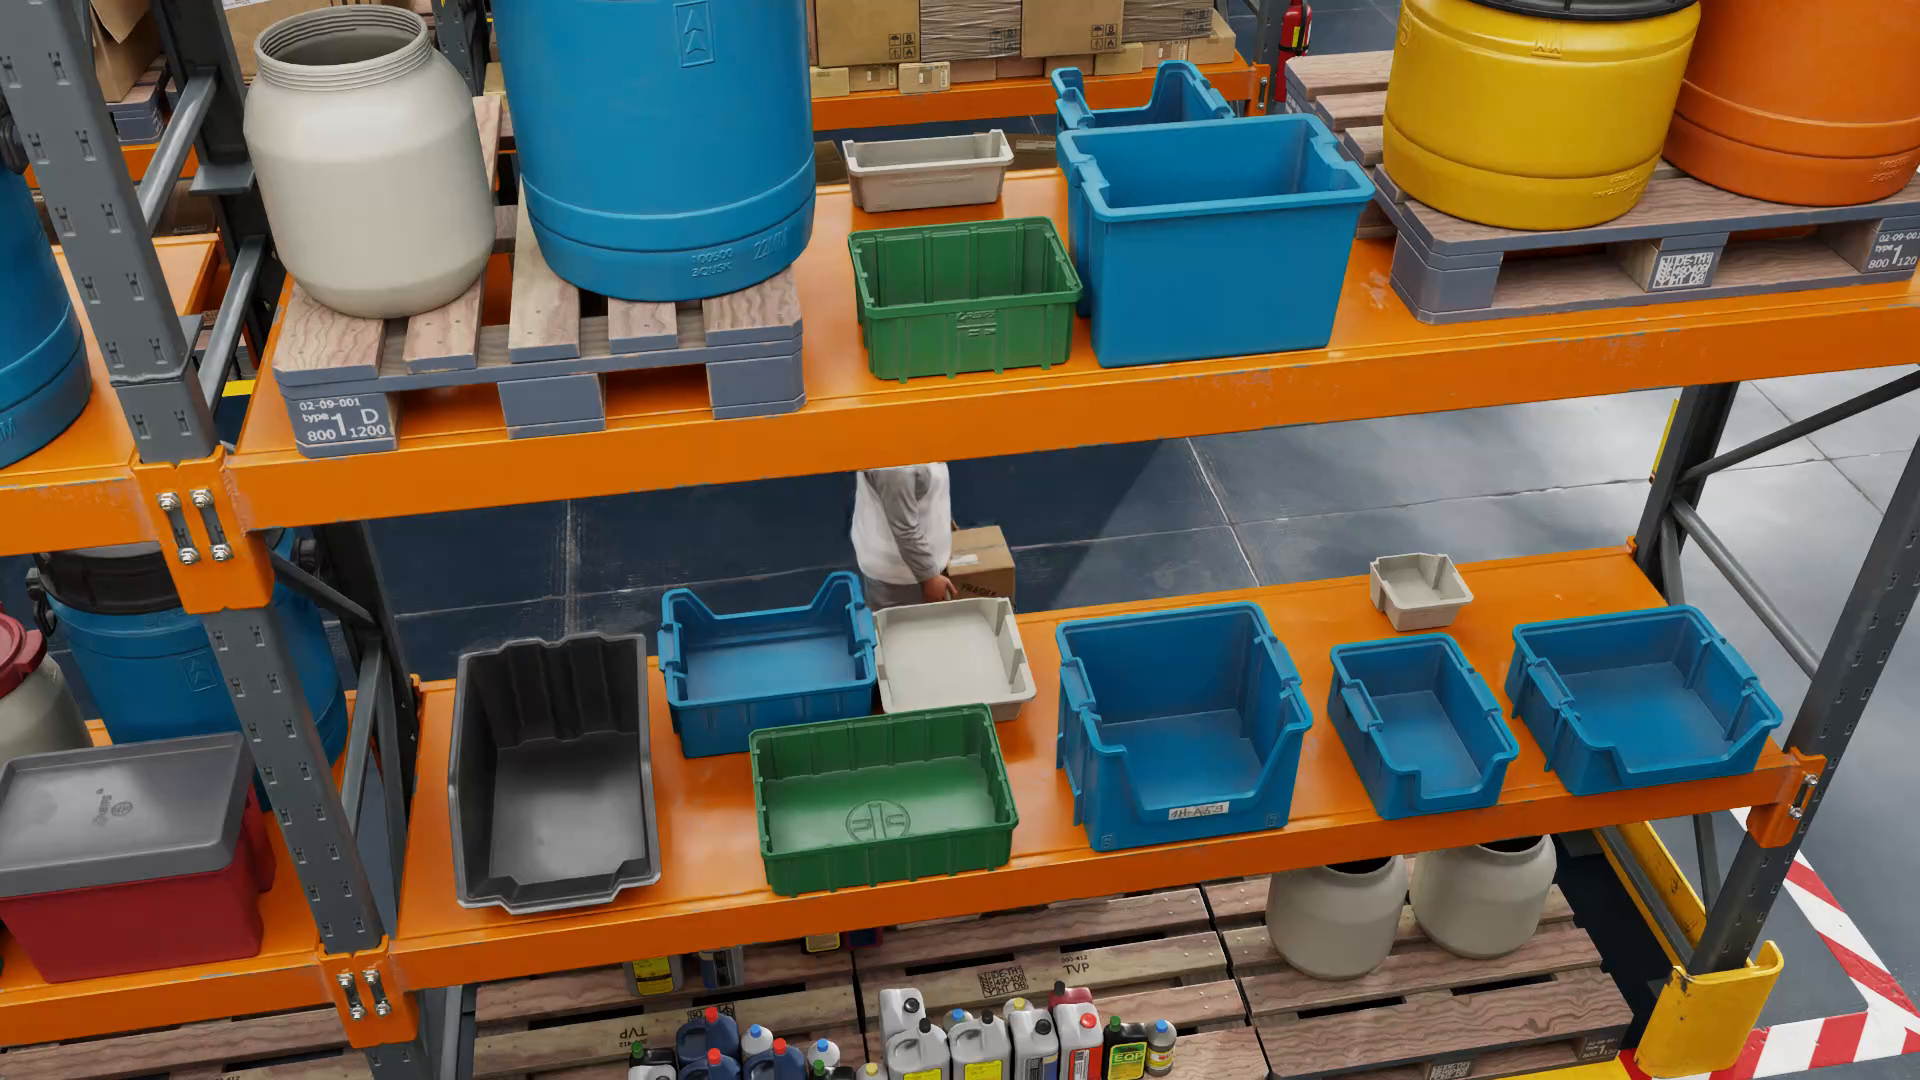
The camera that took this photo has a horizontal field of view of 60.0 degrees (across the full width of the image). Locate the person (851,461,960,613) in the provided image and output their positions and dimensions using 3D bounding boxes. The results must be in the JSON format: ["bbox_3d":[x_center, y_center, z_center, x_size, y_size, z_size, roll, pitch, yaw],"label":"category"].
[{"bbox_3d":[-0.130,0.017,6.090,0.646,1.767,0.540,-6,39,-8],"label":"person"}]
